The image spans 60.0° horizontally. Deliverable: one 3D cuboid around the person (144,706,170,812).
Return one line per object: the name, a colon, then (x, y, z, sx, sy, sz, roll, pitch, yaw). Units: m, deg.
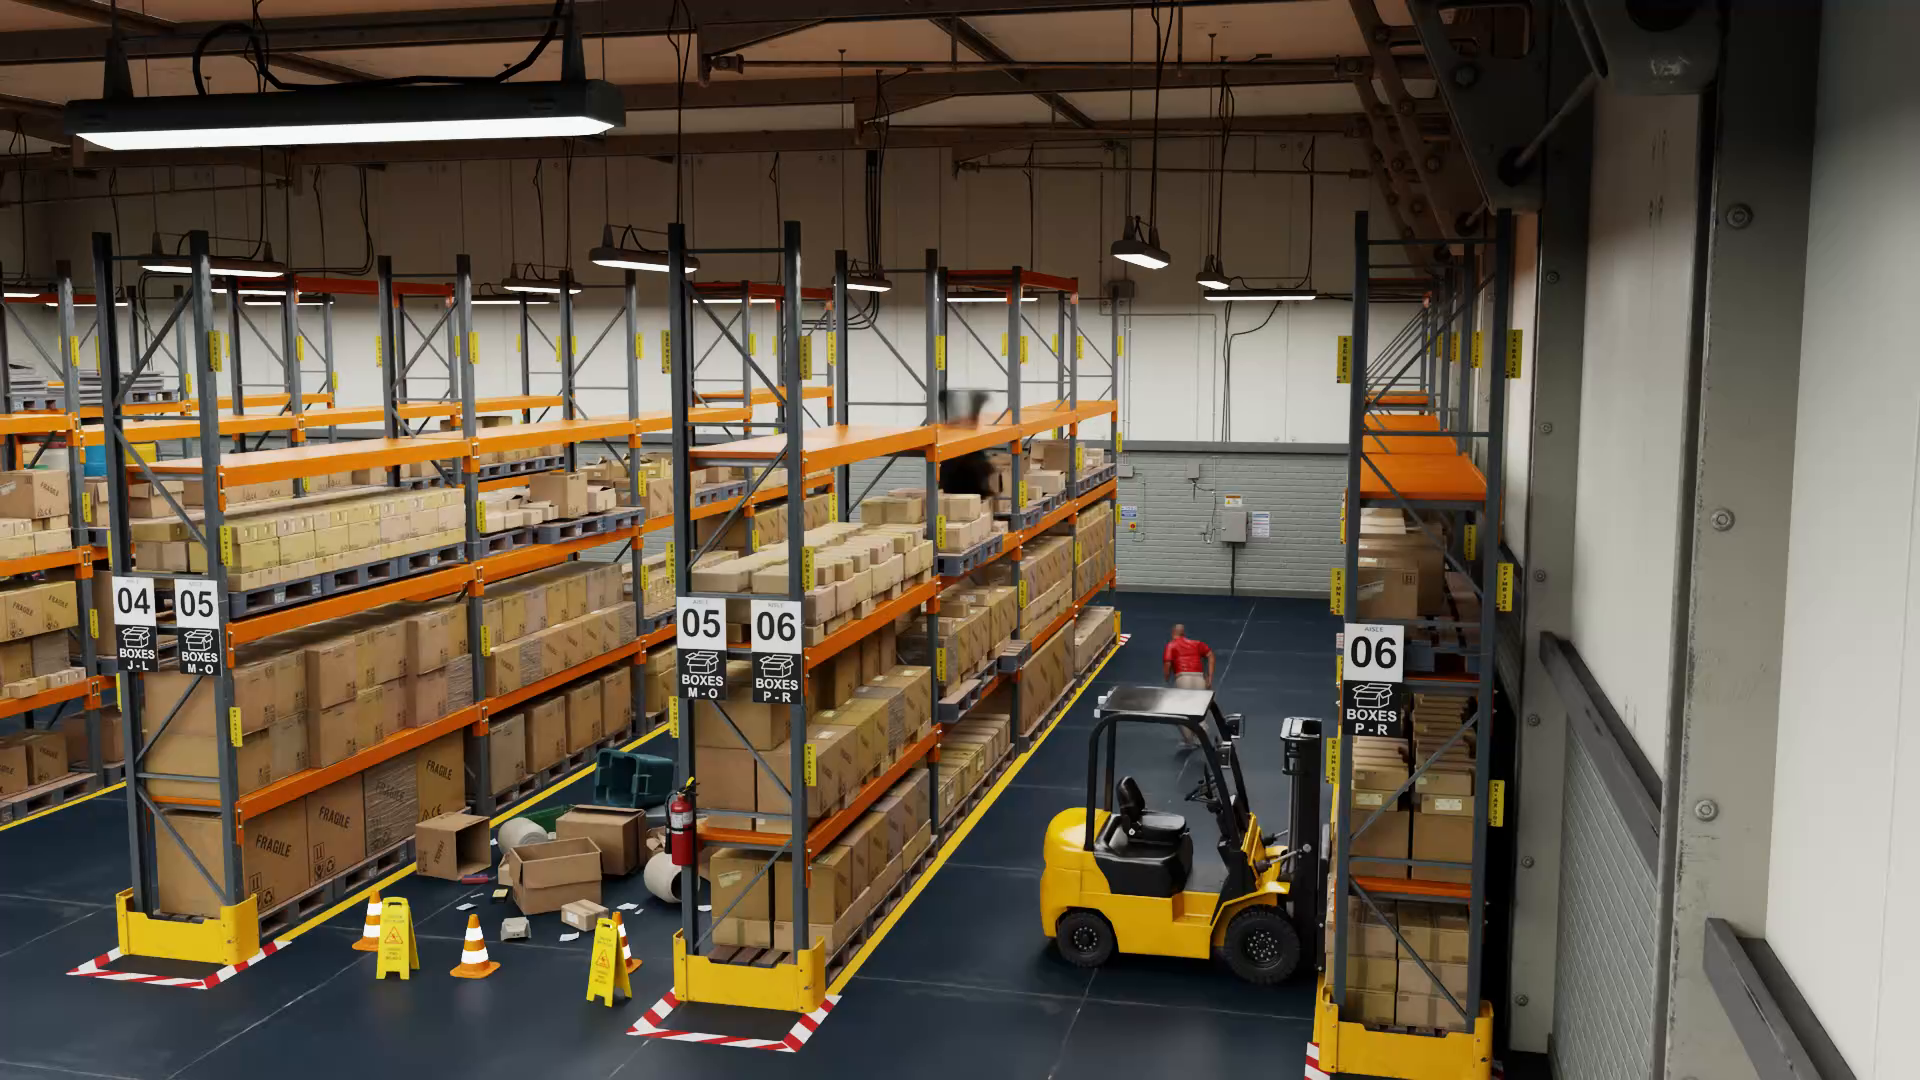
person: (-8.364, 2.192, 17.637, 0.534, 1.666, 0.956, -1, 7, -10)

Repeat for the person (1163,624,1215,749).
person: (2.916, 1.868, 20.945, 0.682, 1.538, 0.906, -2, 7, -16)
